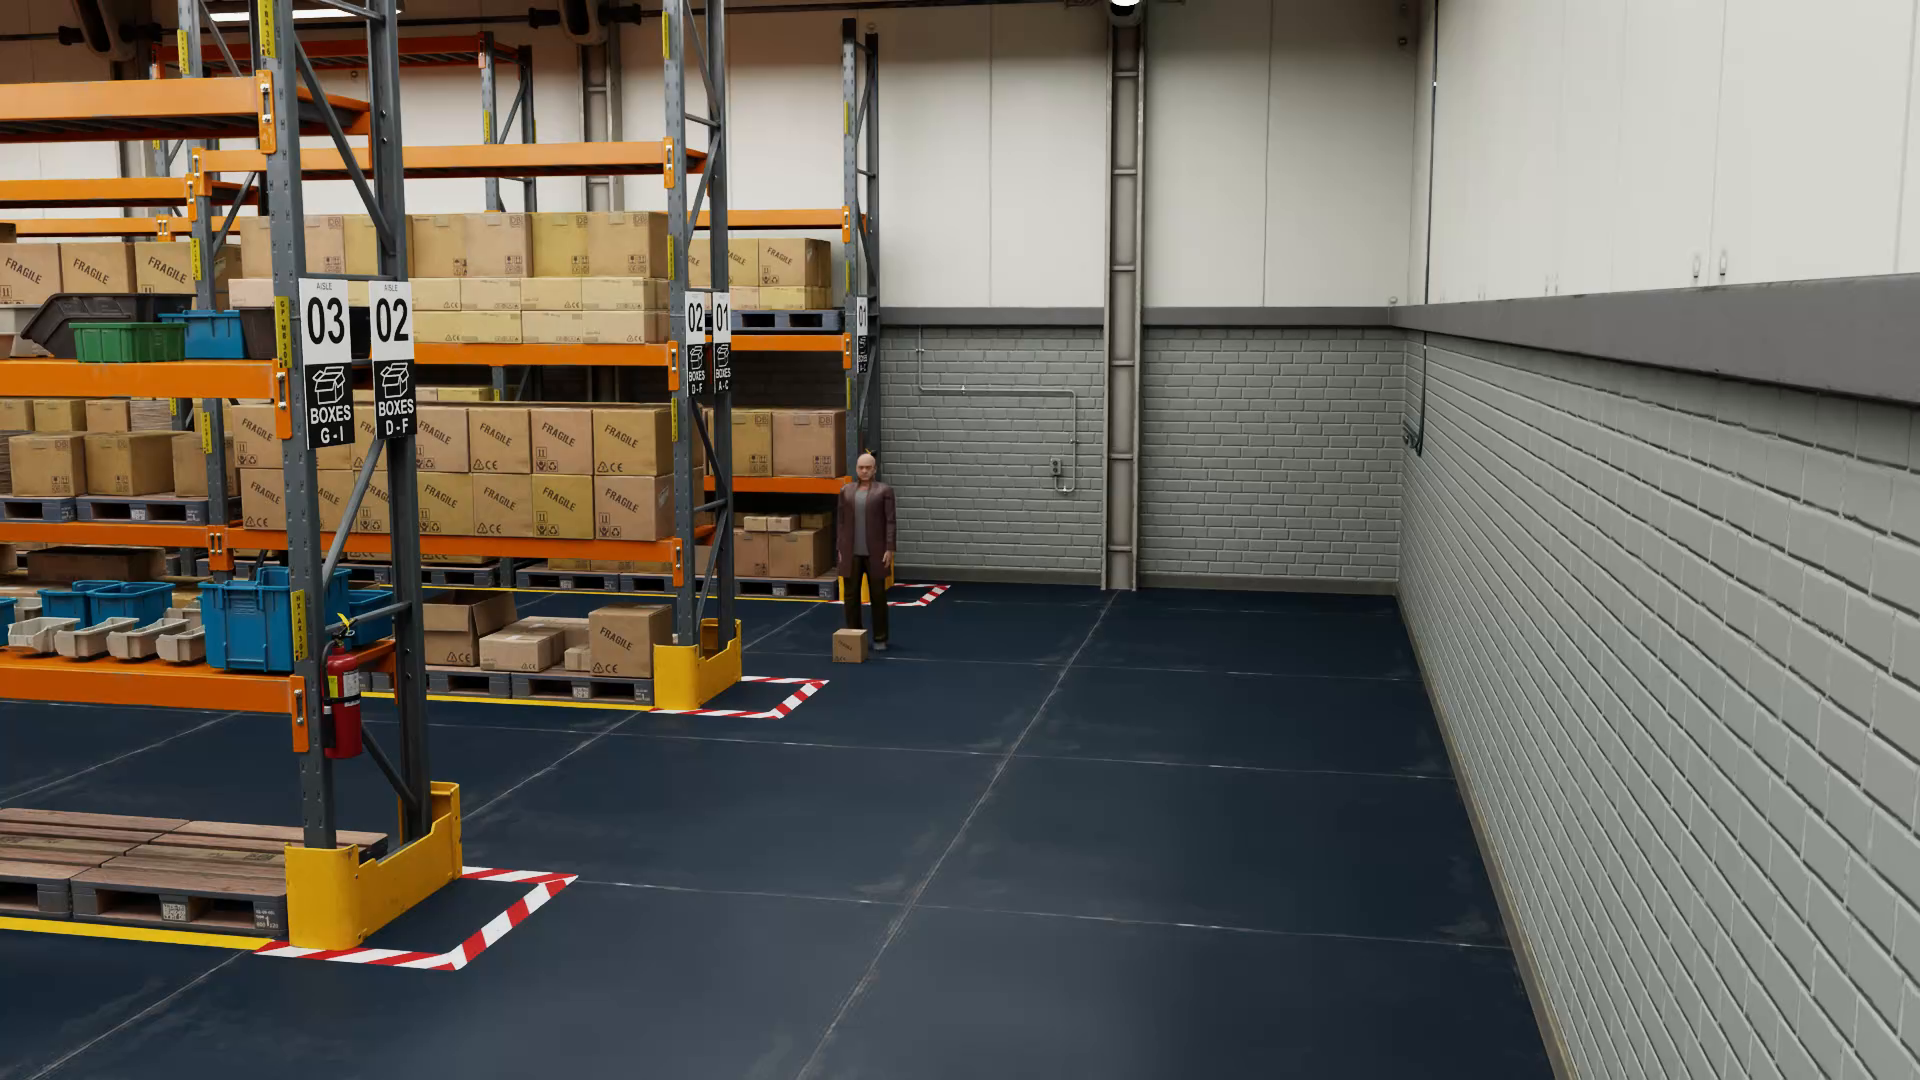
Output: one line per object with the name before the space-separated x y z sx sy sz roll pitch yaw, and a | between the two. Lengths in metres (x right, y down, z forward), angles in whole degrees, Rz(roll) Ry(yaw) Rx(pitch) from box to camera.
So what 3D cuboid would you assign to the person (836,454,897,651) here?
person | -0.854 0.138 15.076 0.564 1.835 0.443 2 8 12
